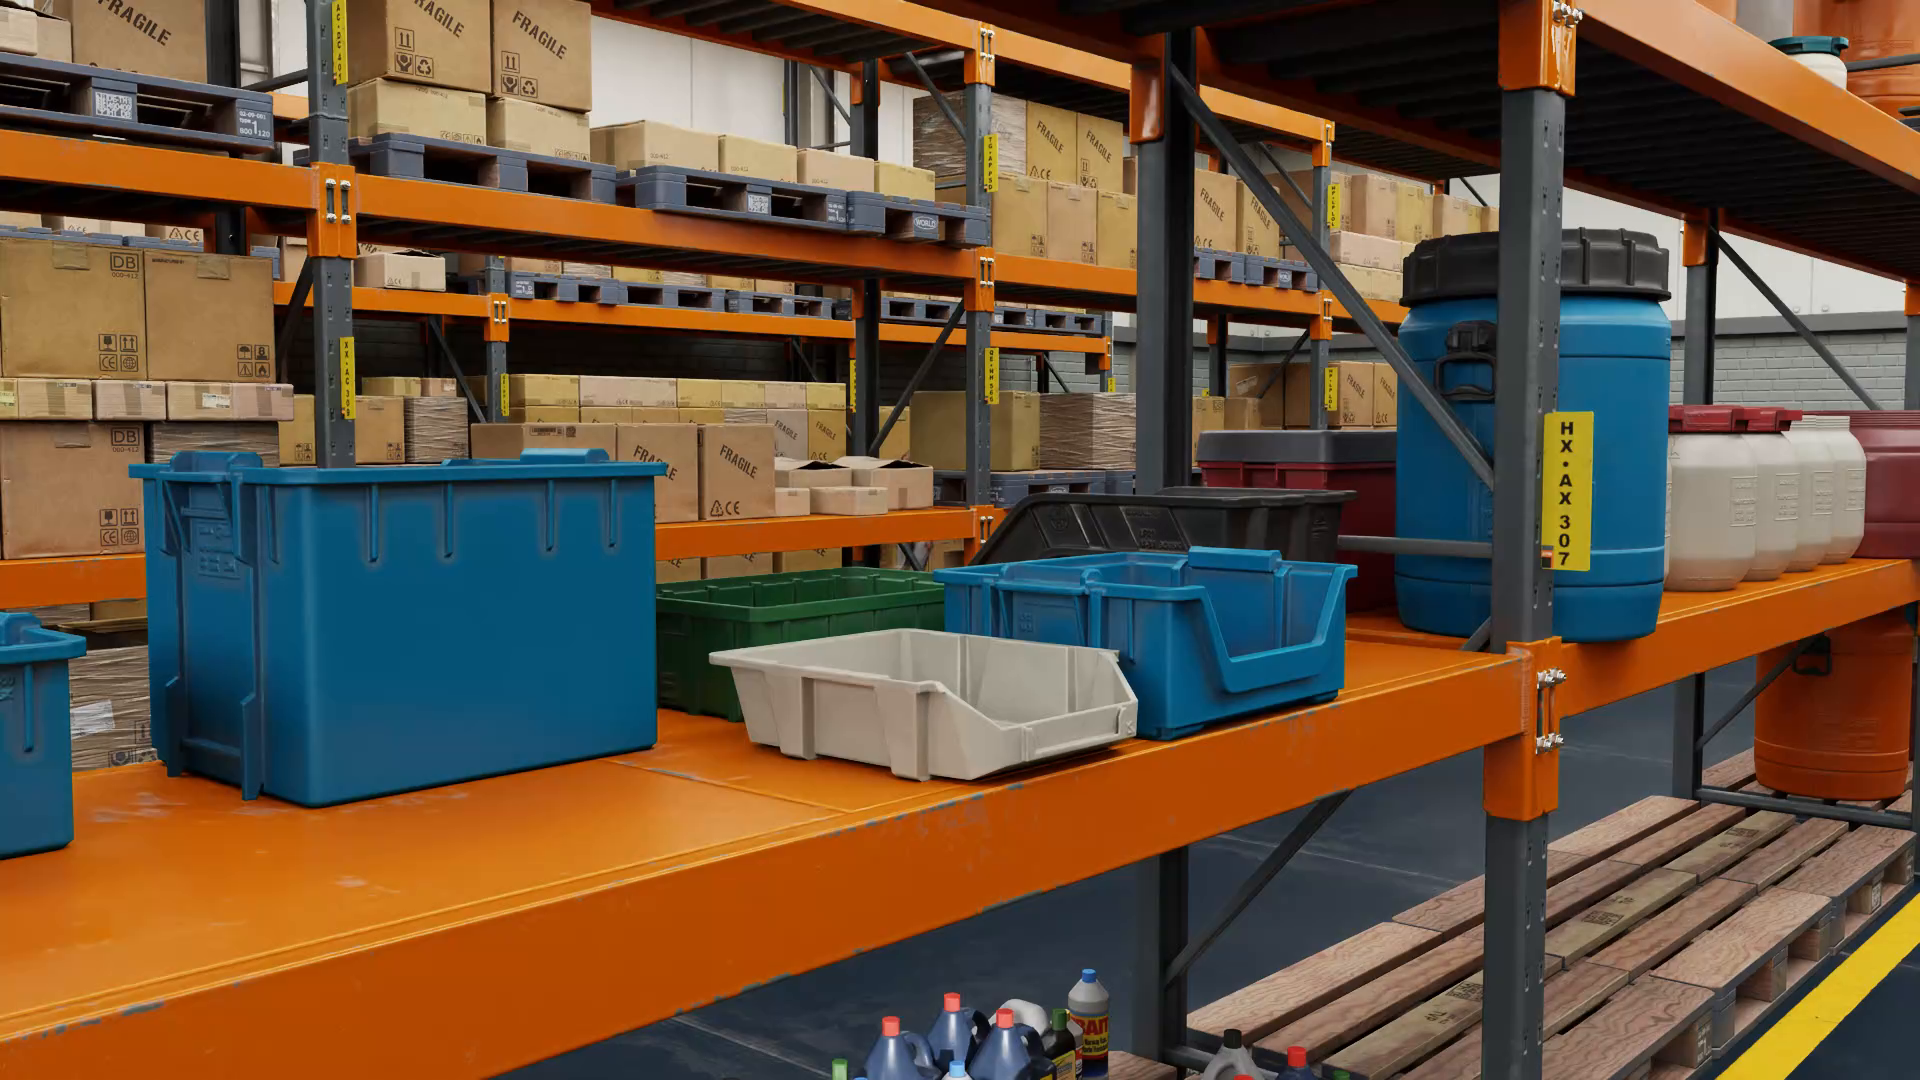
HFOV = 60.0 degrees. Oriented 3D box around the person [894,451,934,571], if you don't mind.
[{"bbox_3d":[-0.424,-0.023,15.093,0.480,1.591,0.378,3,5,38],"label":"person"}]
